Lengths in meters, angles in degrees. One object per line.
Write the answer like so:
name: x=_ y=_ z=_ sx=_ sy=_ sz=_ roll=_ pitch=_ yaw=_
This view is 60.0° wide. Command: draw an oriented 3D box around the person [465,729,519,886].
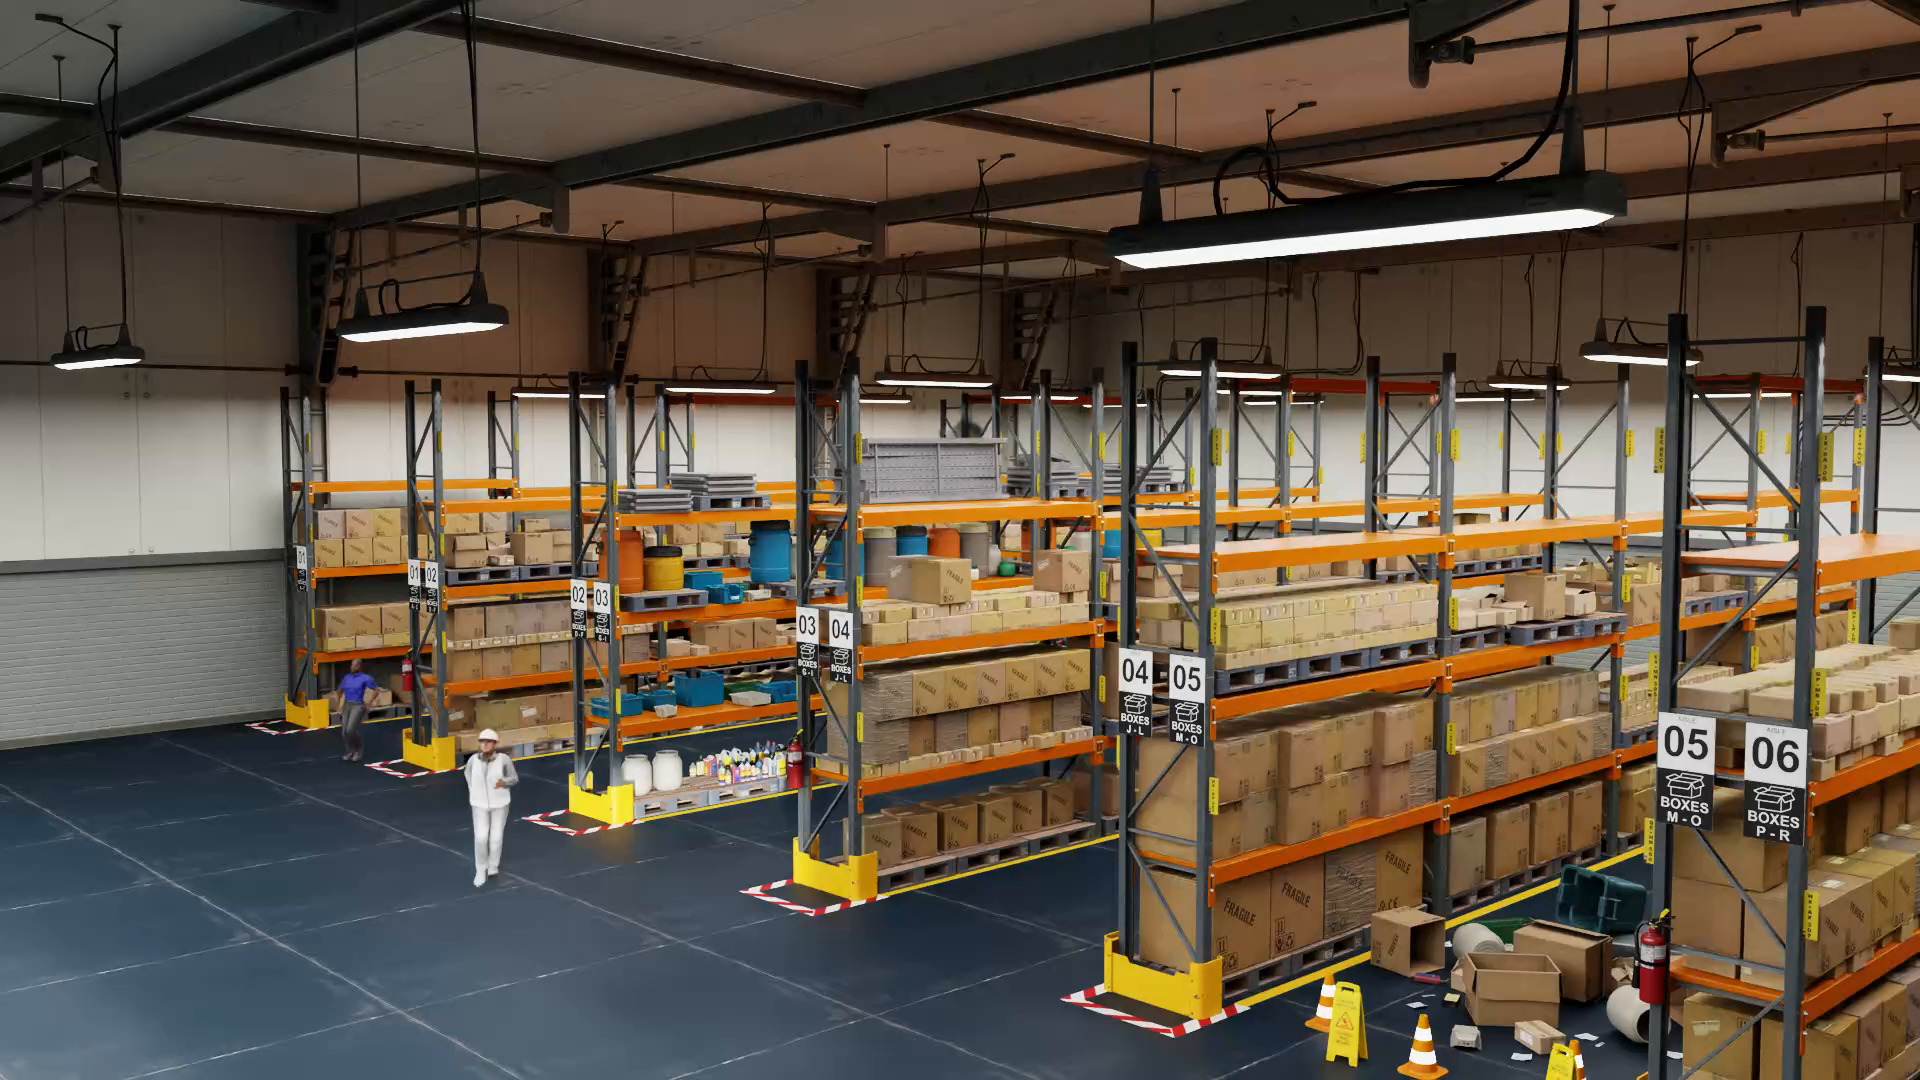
person: x=-5.393 y=3.075 z=19.132 sx=0.627 sy=1.820 sz=0.742 roll=-1 pitch=4 yaw=-11

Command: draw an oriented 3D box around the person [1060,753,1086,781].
person: x=1.682 y=2.894 z=24.494 sx=0.539 sy=1.401 sz=0.651 roll=3 pitch=4 yaw=35

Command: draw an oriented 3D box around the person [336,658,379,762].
person: x=-9.554 y=2.687 z=26.185 sx=0.643 sy=1.641 sz=0.522 roll=1 pitch=4 yaw=15
